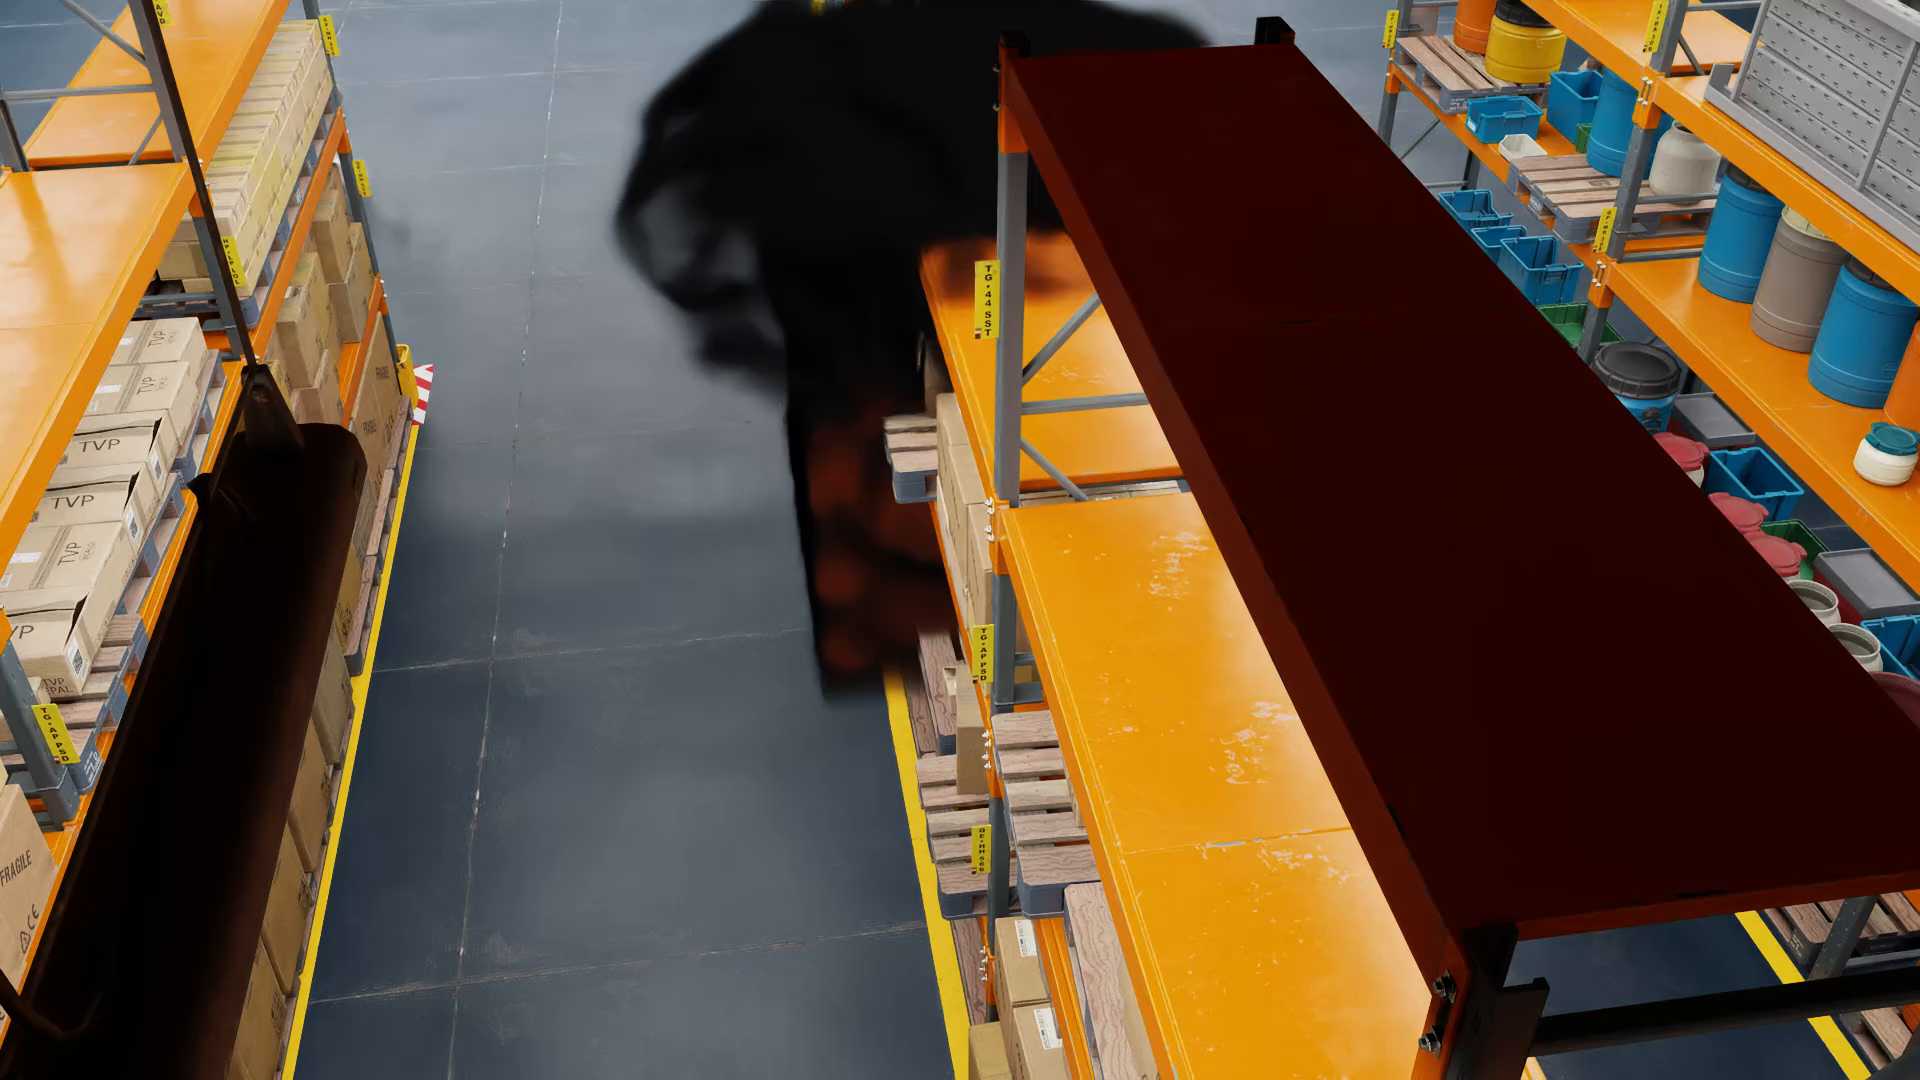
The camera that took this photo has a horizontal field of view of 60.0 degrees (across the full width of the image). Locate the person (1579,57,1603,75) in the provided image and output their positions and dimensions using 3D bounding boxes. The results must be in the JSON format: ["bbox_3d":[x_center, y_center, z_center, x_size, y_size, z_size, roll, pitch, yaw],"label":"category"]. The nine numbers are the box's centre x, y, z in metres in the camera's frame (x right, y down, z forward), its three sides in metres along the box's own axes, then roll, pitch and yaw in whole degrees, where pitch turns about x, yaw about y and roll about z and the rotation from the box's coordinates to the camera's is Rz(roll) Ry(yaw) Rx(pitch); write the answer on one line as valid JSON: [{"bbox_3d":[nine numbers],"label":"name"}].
[{"bbox_3d":[6.776,-4.452,18.106,0.711,1.628,0.569,14,38,18],"label":"person"}]

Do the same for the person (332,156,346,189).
[{"bbox_3d":[-7.279,-4.642,18.254,0.945,1.797,0.698,28,44,32],"label":"person"}]
